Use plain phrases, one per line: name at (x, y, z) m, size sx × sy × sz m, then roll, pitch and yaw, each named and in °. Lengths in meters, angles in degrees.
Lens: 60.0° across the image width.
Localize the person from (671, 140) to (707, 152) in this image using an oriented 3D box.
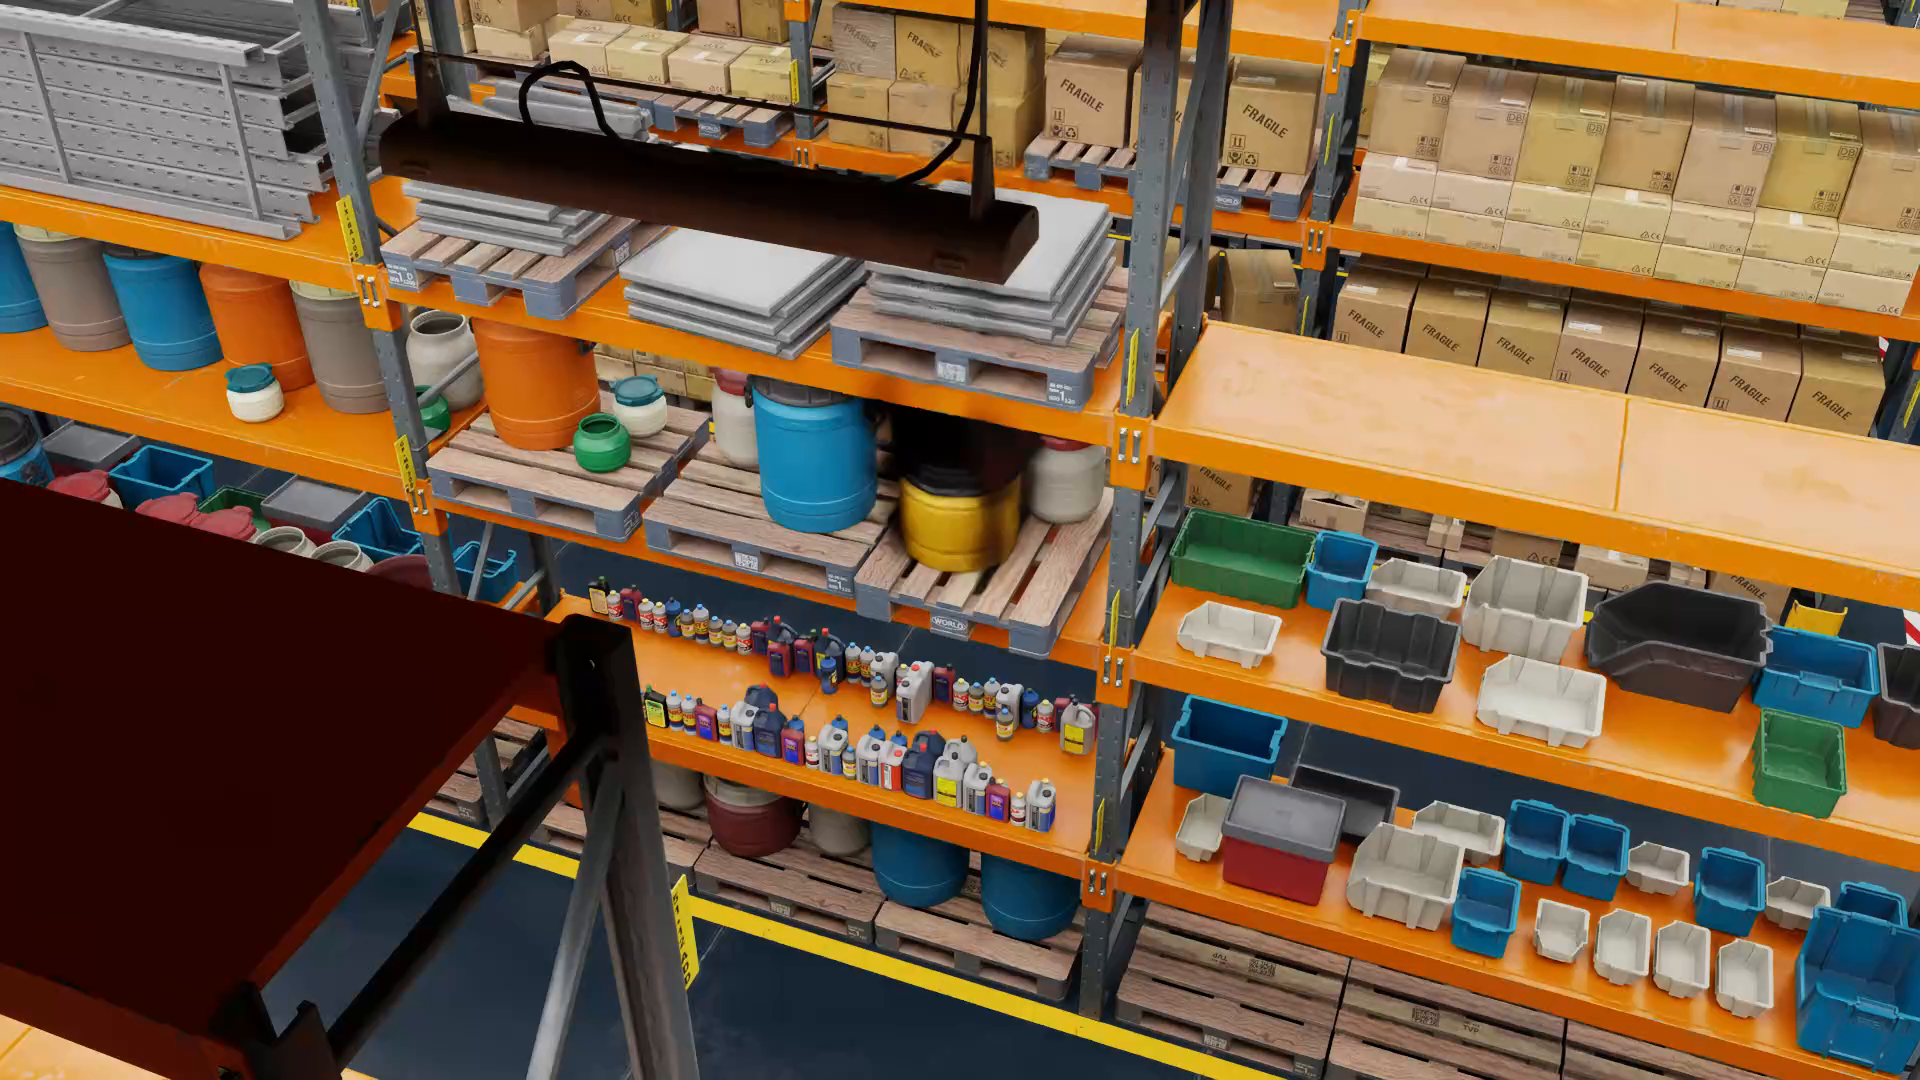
person at (-2.659, -3.376, 16.520) m, size 0.662 × 1.741 × 0.698 m, roll 10°, pitch 38°, yaw 13°
